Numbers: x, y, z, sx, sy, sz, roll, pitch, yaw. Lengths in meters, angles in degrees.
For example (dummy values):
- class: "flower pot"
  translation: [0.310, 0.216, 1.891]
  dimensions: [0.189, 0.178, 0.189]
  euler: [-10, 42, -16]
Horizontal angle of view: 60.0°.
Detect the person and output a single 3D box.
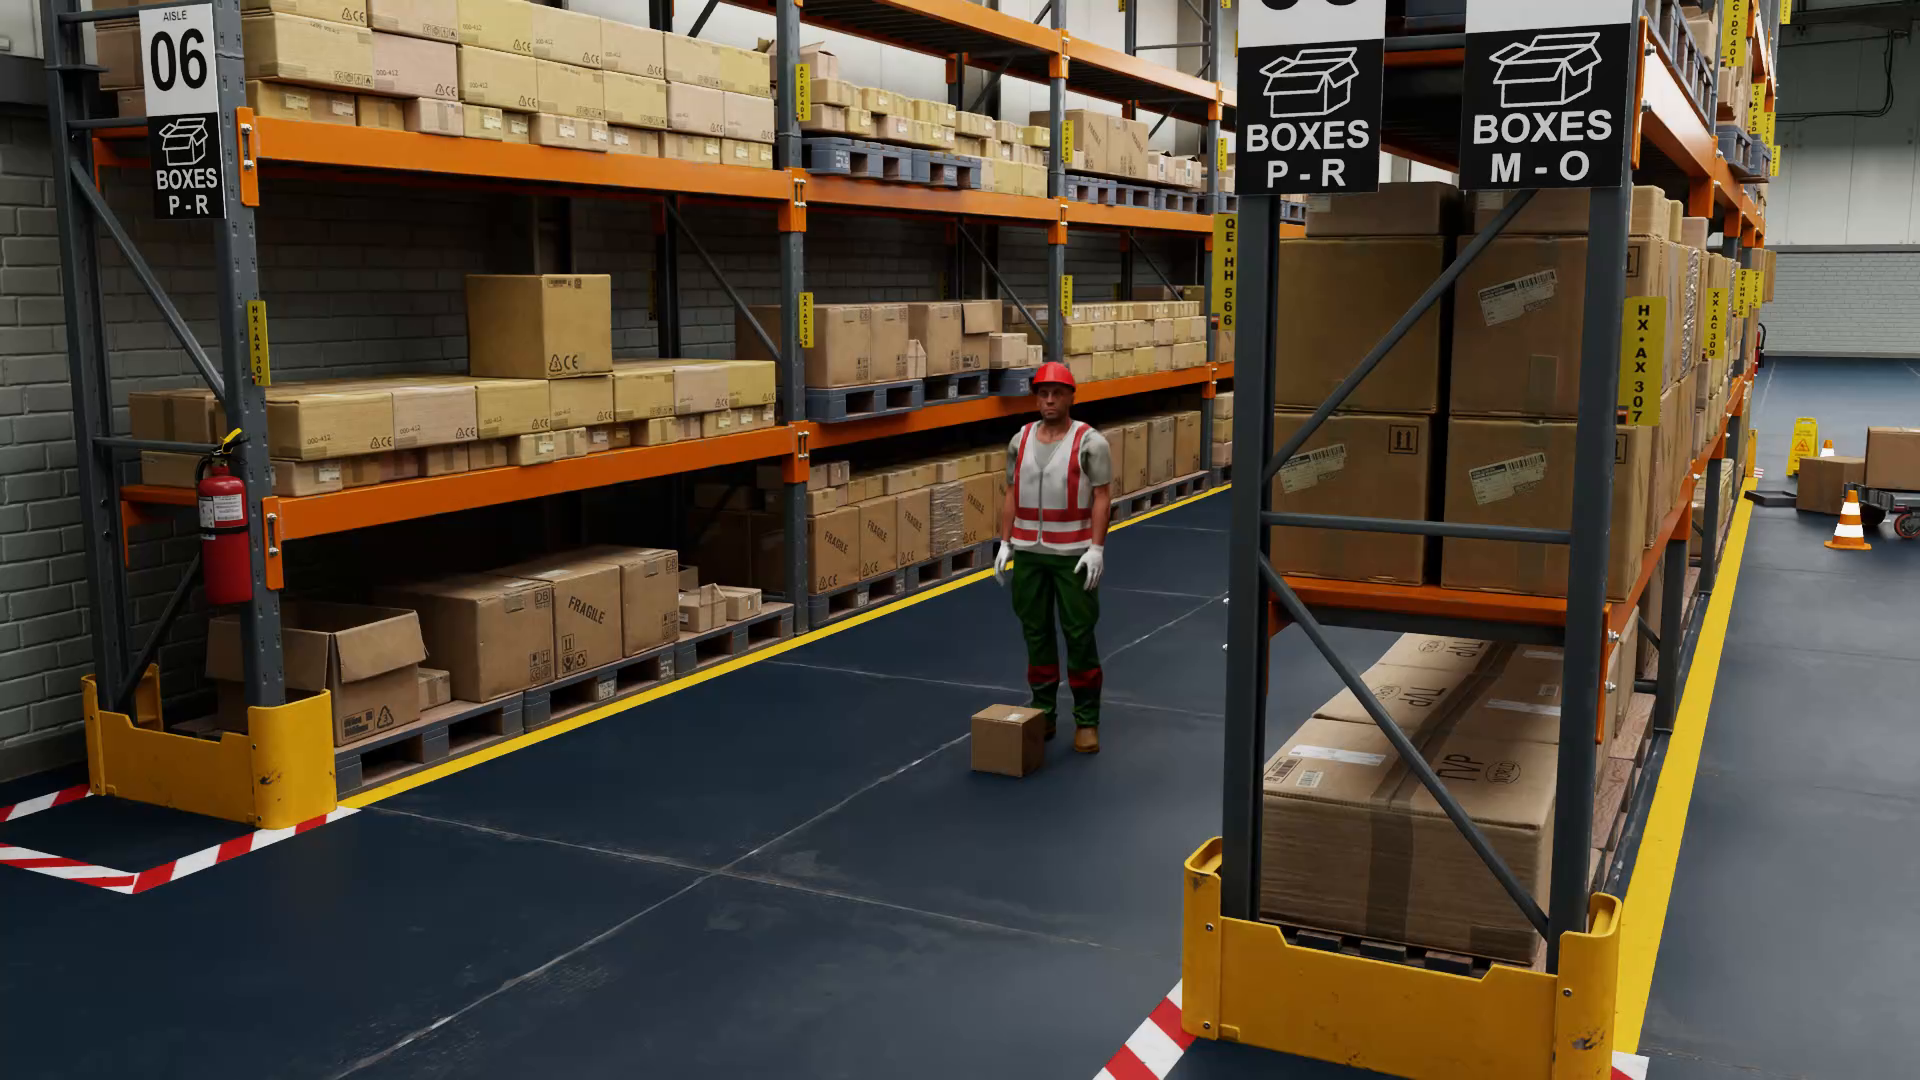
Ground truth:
- class: "person"
  translation: [0.450, 0.099, 7.782]
  dimensions: [0.535, 1.751, 0.427]
  euler: [5, 10, 27]
